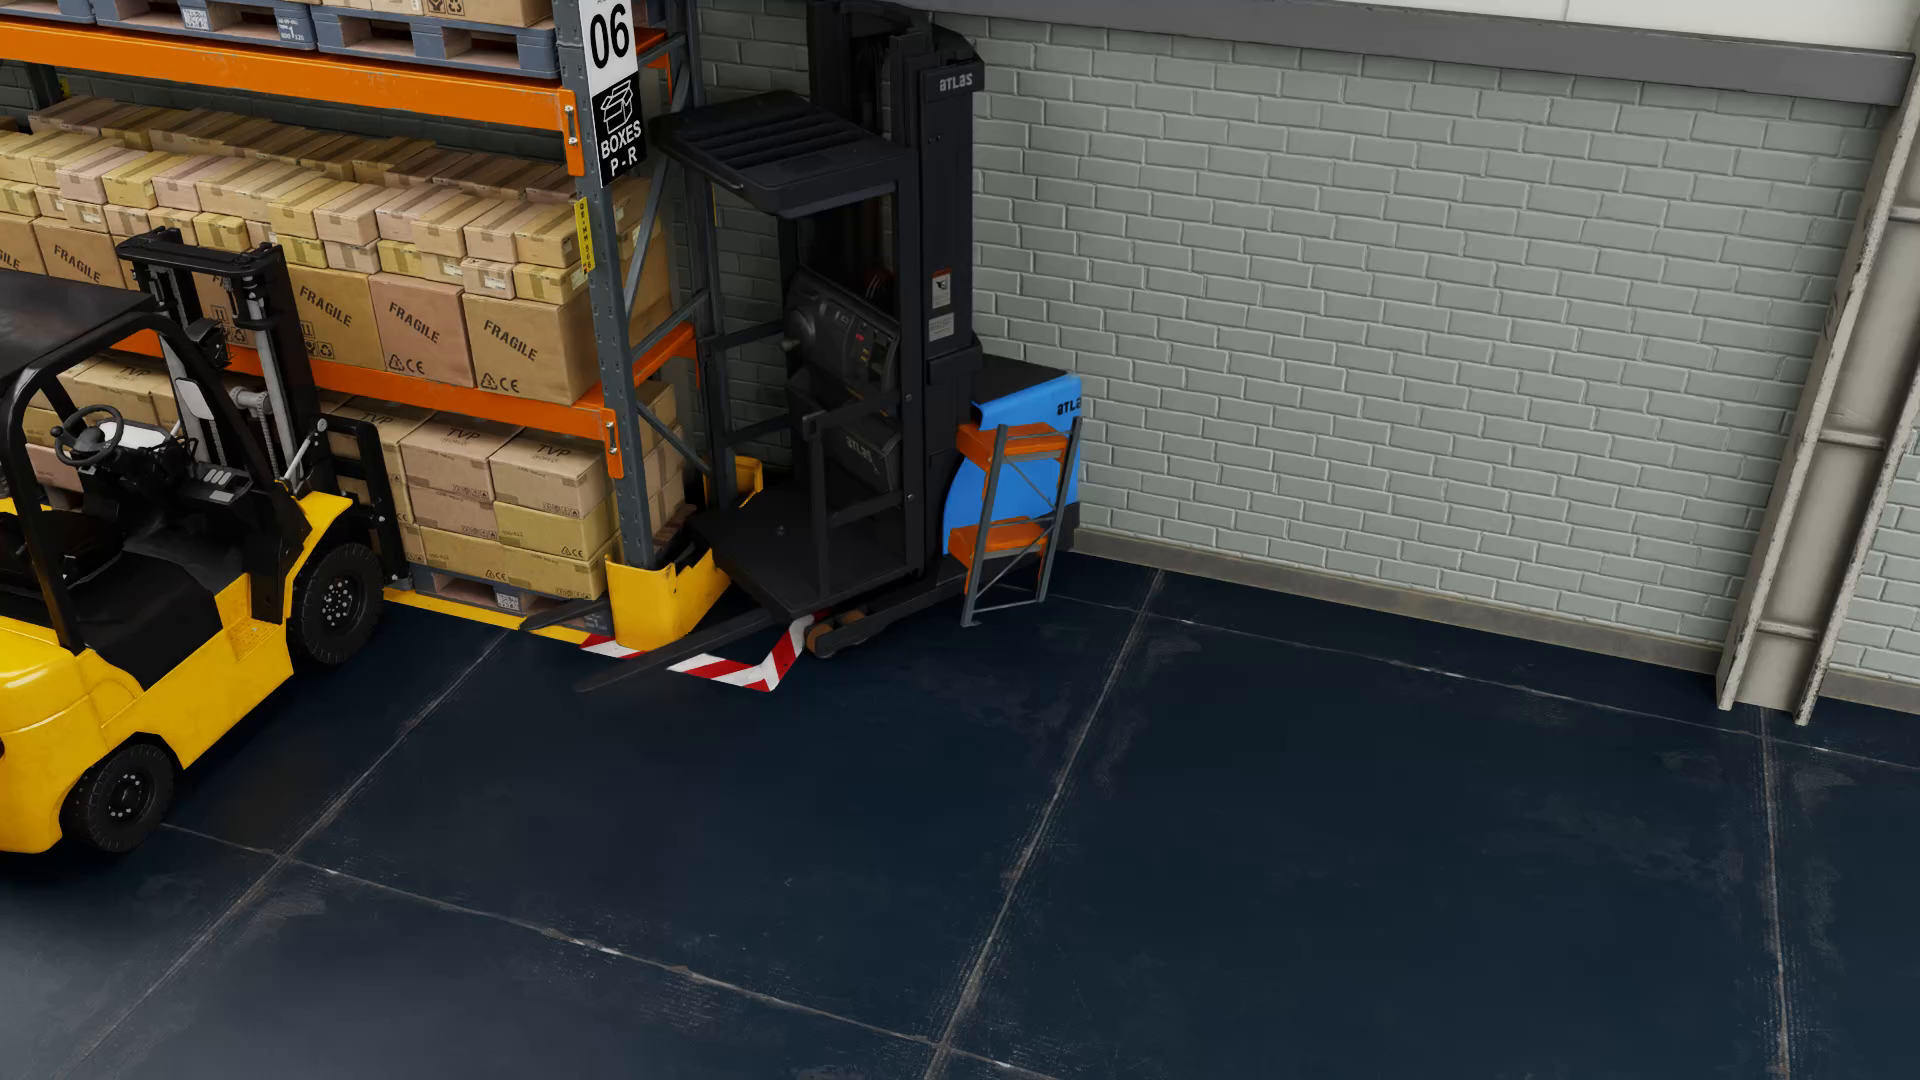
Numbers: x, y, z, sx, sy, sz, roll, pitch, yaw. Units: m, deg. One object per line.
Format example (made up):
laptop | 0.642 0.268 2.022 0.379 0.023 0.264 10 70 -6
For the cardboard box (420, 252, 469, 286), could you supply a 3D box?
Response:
cardboard box | -2.323 -1.352 7.856 0.250 0.149 0.380 12 35 17

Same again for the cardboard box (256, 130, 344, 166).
cardboard box | -3.369 -1.961 8.525 0.250 0.149 0.380 12 35 18

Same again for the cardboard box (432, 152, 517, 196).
cardboard box | -2.389 -1.775 8.238 0.250 0.149 0.380 11 35 17

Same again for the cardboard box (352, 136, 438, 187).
cardboard box | -2.859 -1.909 8.445 0.250 0.149 0.380 10 34 15

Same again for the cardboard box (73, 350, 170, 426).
cardboard box | -4.366 -0.832 8.968 0.500 0.250 0.500 11 34 17

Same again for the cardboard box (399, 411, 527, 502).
cardboard box | -2.450 -0.463 8.396 0.500 0.250 0.500 12 35 17

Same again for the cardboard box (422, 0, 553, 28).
cardboard box | -1.927 -2.484 6.962 0.500 0.500 0.500 12 35 18

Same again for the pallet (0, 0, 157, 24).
pallet | -4.382 -2.818 8.134 1.213 0.211 1.003 11 34 16

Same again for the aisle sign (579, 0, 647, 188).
aisle sign | -1.465 -1.937 7.055 0.004 0.787 0.394 11 34 16

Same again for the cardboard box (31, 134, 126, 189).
cardboard box | -4.474 -1.924 8.468 0.250 0.149 0.380 10 34 16

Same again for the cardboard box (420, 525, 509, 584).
cardboard box | -2.442 -0.048 8.675 0.500 0.250 0.500 11 34 16

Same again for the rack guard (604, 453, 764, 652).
rack guard | -1.406 0.048 8.683 0.348 0.500 1.175 11 34 16

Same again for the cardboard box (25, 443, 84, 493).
cardboard box | -4.850 -0.502 9.378 0.500 0.250 0.500 11 35 17

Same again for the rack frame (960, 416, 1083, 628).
rack frame | 0.307 -0.086 8.378 0.500 1.125 0.032 -8 32 -33

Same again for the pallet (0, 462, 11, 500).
pallet | -5.900 -0.682 10.079 1.213 0.211 1.003 11 34 16

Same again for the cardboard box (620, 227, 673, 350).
cardboard box | -1.801 -1.281 8.344 0.500 0.500 0.500 12 35 18

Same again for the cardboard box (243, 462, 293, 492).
cardboard box | -3.423 -0.442 8.823 0.500 0.250 0.500 11 34 16

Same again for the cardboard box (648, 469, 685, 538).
cardboard box | -1.825 -0.217 8.937 0.500 0.250 0.500 11 34 17

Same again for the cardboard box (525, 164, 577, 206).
cardboard box | -1.902 -1.697 8.117 0.250 0.149 0.380 12 35 18

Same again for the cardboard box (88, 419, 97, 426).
cardboard box | -4.368 -0.632 9.119 0.500 0.250 0.500 11 34 16

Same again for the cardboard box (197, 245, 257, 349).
cardboard box | -3.425 -1.284 8.349 0.500 0.500 0.500 11 35 17

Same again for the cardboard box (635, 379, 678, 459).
cardboard box | -1.817 -0.632 8.658 0.500 0.250 0.500 10 34 16

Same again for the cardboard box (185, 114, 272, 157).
cardboard box | -3.821 -2.093 8.731 0.250 0.149 0.380 10 34 16

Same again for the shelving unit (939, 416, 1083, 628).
shelving unit | 0.036 -0.318 8.741 0.538 1.125 1.048 -8 32 -33

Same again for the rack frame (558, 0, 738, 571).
rack frame | -1.428 -1.006 8.011 0.127 3.000 1.000 11 34 16

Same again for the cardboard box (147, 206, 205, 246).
cardboard box | -3.787 -1.611 8.258 0.250 0.149 0.380 10 34 15

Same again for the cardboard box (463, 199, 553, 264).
cardboard box | -2.079 -1.433 7.708 0.250 0.149 0.380 11 34 17

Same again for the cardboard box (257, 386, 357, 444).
cardboard box | -3.402 -0.647 8.681 0.500 0.250 0.500 10 34 15

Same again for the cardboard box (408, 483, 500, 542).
cardboard box | -2.460 -0.264 8.549 0.500 0.250 0.500 11 34 16

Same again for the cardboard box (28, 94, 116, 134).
cardboard box | -4.791 -2.274 9.010 0.250 0.149 0.380 11 34 17

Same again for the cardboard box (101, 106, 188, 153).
cardboard box | -4.315 -2.165 8.841 0.250 0.149 0.380 11 34 16

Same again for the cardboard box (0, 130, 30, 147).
cardboard box | -4.994 -1.968 8.536 0.250 0.149 0.380 12 35 17

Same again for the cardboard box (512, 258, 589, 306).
cardboard box | -1.849 -1.241 7.685 0.250 0.149 0.380 12 35 17

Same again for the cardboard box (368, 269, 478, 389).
cardboard box | -2.465 -1.104 8.070 0.500 0.500 0.500 12 35 18

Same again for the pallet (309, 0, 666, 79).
pallet | -2.085 -2.372 7.443 1.213 0.211 1.003 11 34 16

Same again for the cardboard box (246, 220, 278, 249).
cardboard box | -3.270 -1.555 8.171 0.250 0.149 0.380 11 34 16

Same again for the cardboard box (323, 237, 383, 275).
cardboard box | -2.820 -1.428 7.973 0.250 0.149 0.380 10 34 15

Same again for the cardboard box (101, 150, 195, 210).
cardboard box | -4.013 -1.791 8.262 0.250 0.149 0.380 10 34 16

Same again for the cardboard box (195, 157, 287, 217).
cardboard box | -3.514 -1.736 8.177 0.250 0.149 0.380 11 34 17

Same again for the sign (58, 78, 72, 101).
sign | -5.008 -2.419 9.328 0.005 0.325 0.100 11 34 16

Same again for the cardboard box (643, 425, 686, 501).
cardboard box | -1.801 -0.430 8.805 0.500 0.250 0.500 12 35 17

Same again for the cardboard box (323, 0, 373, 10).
cardboard box | -2.549 -2.471 7.160 0.258 0.266 0.396 11 34 17

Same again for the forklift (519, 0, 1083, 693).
forklift | -0.750 -0.969 8.017 3.031 2.935 1.130 -22 39 -30

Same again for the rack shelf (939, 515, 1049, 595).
rack shelf | -0.004 -0.102 8.849 0.538 0.278 1.000 -8 32 -33

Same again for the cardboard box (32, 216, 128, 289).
cardboard box | -4.368 -1.479 8.651 0.500 0.500 0.500 12 35 17

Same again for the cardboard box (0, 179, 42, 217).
cardboard box | -4.738 -1.814 8.571 0.250 0.149 0.380 12 35 18

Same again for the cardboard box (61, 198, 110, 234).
cardboard box | -4.276 -1.697 8.391 0.250 0.149 0.380 12 35 18

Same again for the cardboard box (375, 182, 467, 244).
cardboard box | -2.544 -1.551 7.890 0.250 0.149 0.380 11 35 17

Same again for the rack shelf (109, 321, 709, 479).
rack shelf | -3.311 -1.070 8.773 4.000 0.370 1.077 11 34 16

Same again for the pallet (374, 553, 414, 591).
pallet | -3.307 -0.178 9.298 1.213 0.211 1.003 11 34 16

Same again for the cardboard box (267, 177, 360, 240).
cardboard box | -3.072 -1.586 7.945 0.250 0.149 0.380 12 35 17

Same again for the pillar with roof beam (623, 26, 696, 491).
pillar with roof beam | -3.232 -1.916 3.890 0.400 9.000 9.100 11 34 16
